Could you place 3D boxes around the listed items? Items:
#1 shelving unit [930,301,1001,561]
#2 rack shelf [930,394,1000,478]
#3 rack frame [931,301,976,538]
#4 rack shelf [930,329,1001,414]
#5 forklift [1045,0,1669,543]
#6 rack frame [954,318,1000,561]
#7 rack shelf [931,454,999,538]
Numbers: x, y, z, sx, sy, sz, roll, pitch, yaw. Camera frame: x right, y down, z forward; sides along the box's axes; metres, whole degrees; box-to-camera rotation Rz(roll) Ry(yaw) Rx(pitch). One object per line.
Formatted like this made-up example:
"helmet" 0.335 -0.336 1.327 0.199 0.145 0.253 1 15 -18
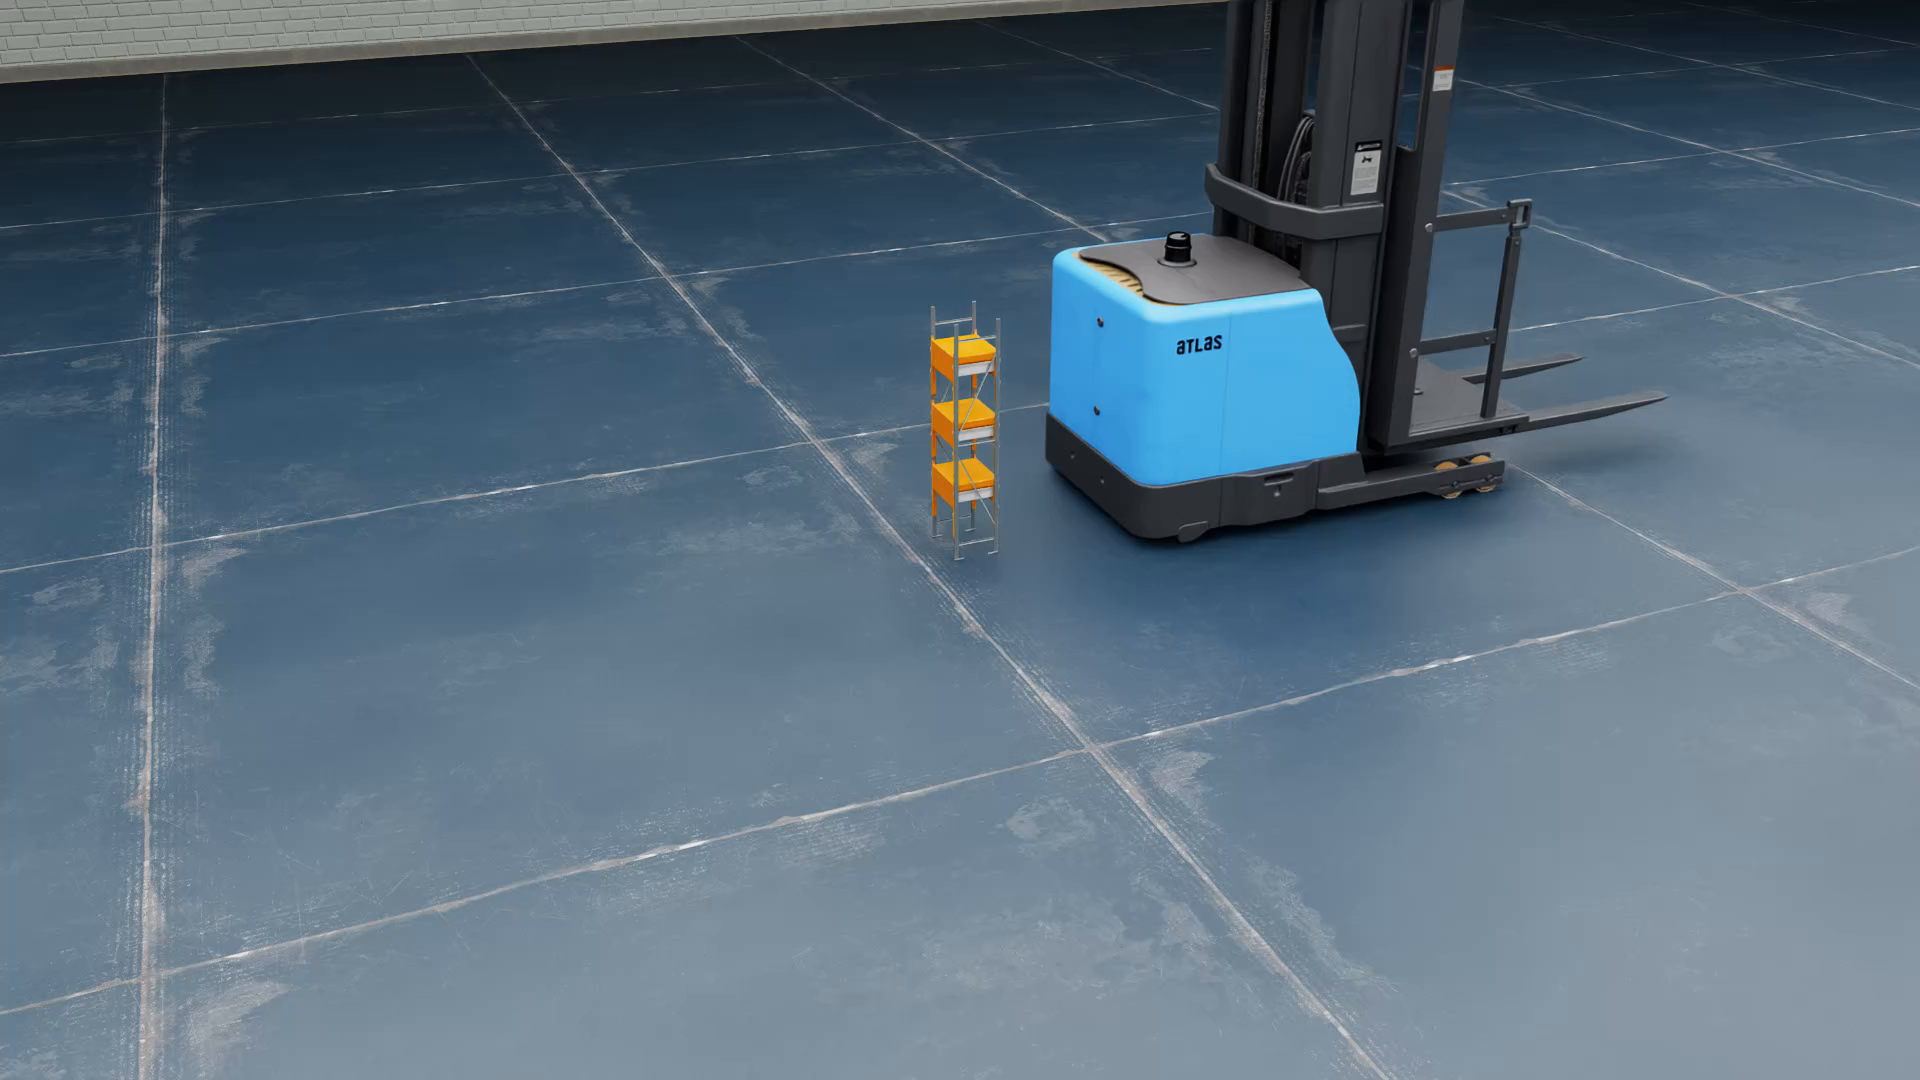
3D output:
"shelving unit" 0.021 -0.450 6.975 0.215 1.050 0.252 -11 28 -21
"rack shelf" 0.021 -0.441 6.980 0.215 0.259 0.240 -11 28 -21
"rack frame" -0.027 -0.499 7.076 0.200 1.050 0.008 -11 28 -21
"rack shelf" 0.021 -0.696 6.856 0.215 0.259 0.240 -11 28 -21
"forklift" 1.971 -1.709 7.410 3.031 2.935 1.130 -10 28 -20
"rack frame" 0.069 -0.401 6.875 0.200 1.050 0.008 -11 28 -21
"rack shelf" 0.021 -0.191 7.102 0.215 0.259 0.240 -11 28 -21
